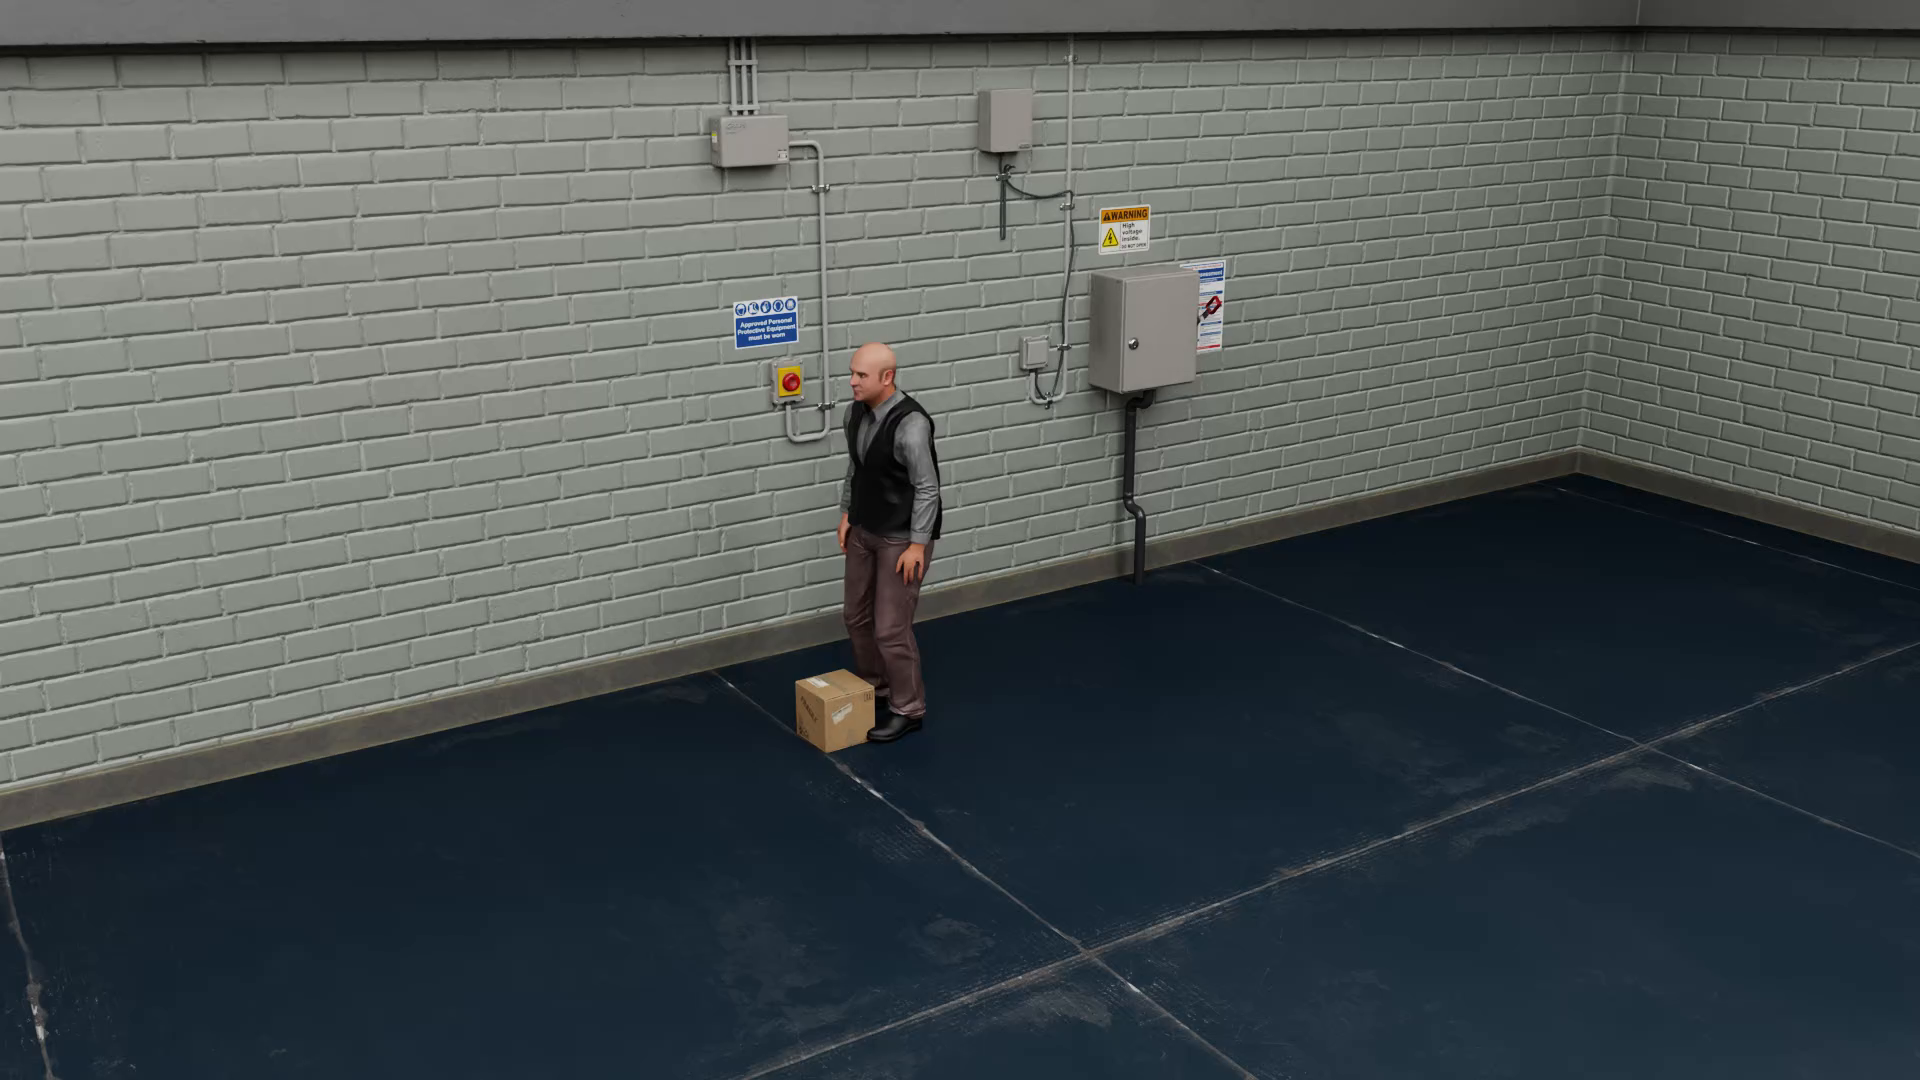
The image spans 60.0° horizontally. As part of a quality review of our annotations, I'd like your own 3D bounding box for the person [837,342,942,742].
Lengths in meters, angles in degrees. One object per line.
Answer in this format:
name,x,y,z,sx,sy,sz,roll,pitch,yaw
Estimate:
person,-0.306,-0.010,7.127,0.423,1.720,0.586,-13,22,-35
